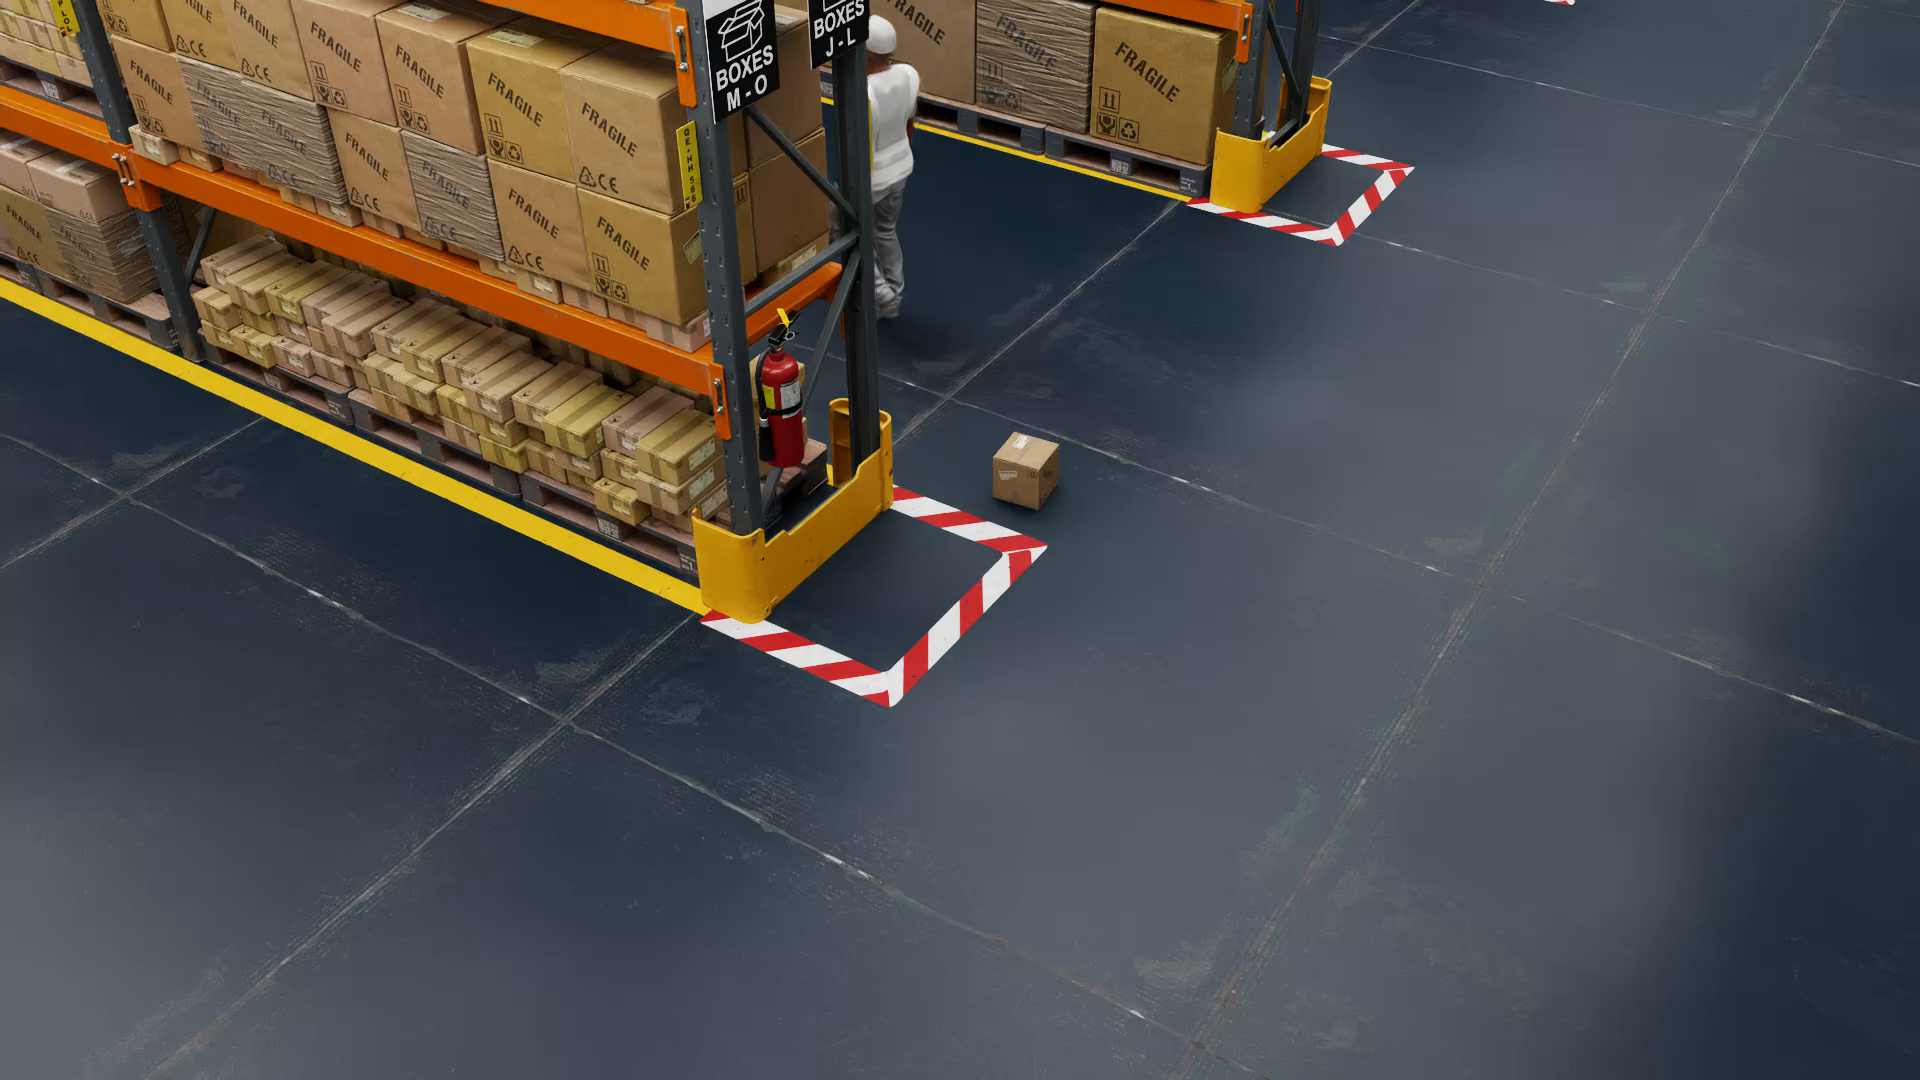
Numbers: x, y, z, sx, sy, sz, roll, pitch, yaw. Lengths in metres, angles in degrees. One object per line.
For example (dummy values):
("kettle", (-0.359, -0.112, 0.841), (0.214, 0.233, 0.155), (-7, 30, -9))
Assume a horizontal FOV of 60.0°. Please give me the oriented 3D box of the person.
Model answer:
("person", (-0.479, -2.034, 9.225), (0.480, 1.784, 0.572), (30, 47, 32))
